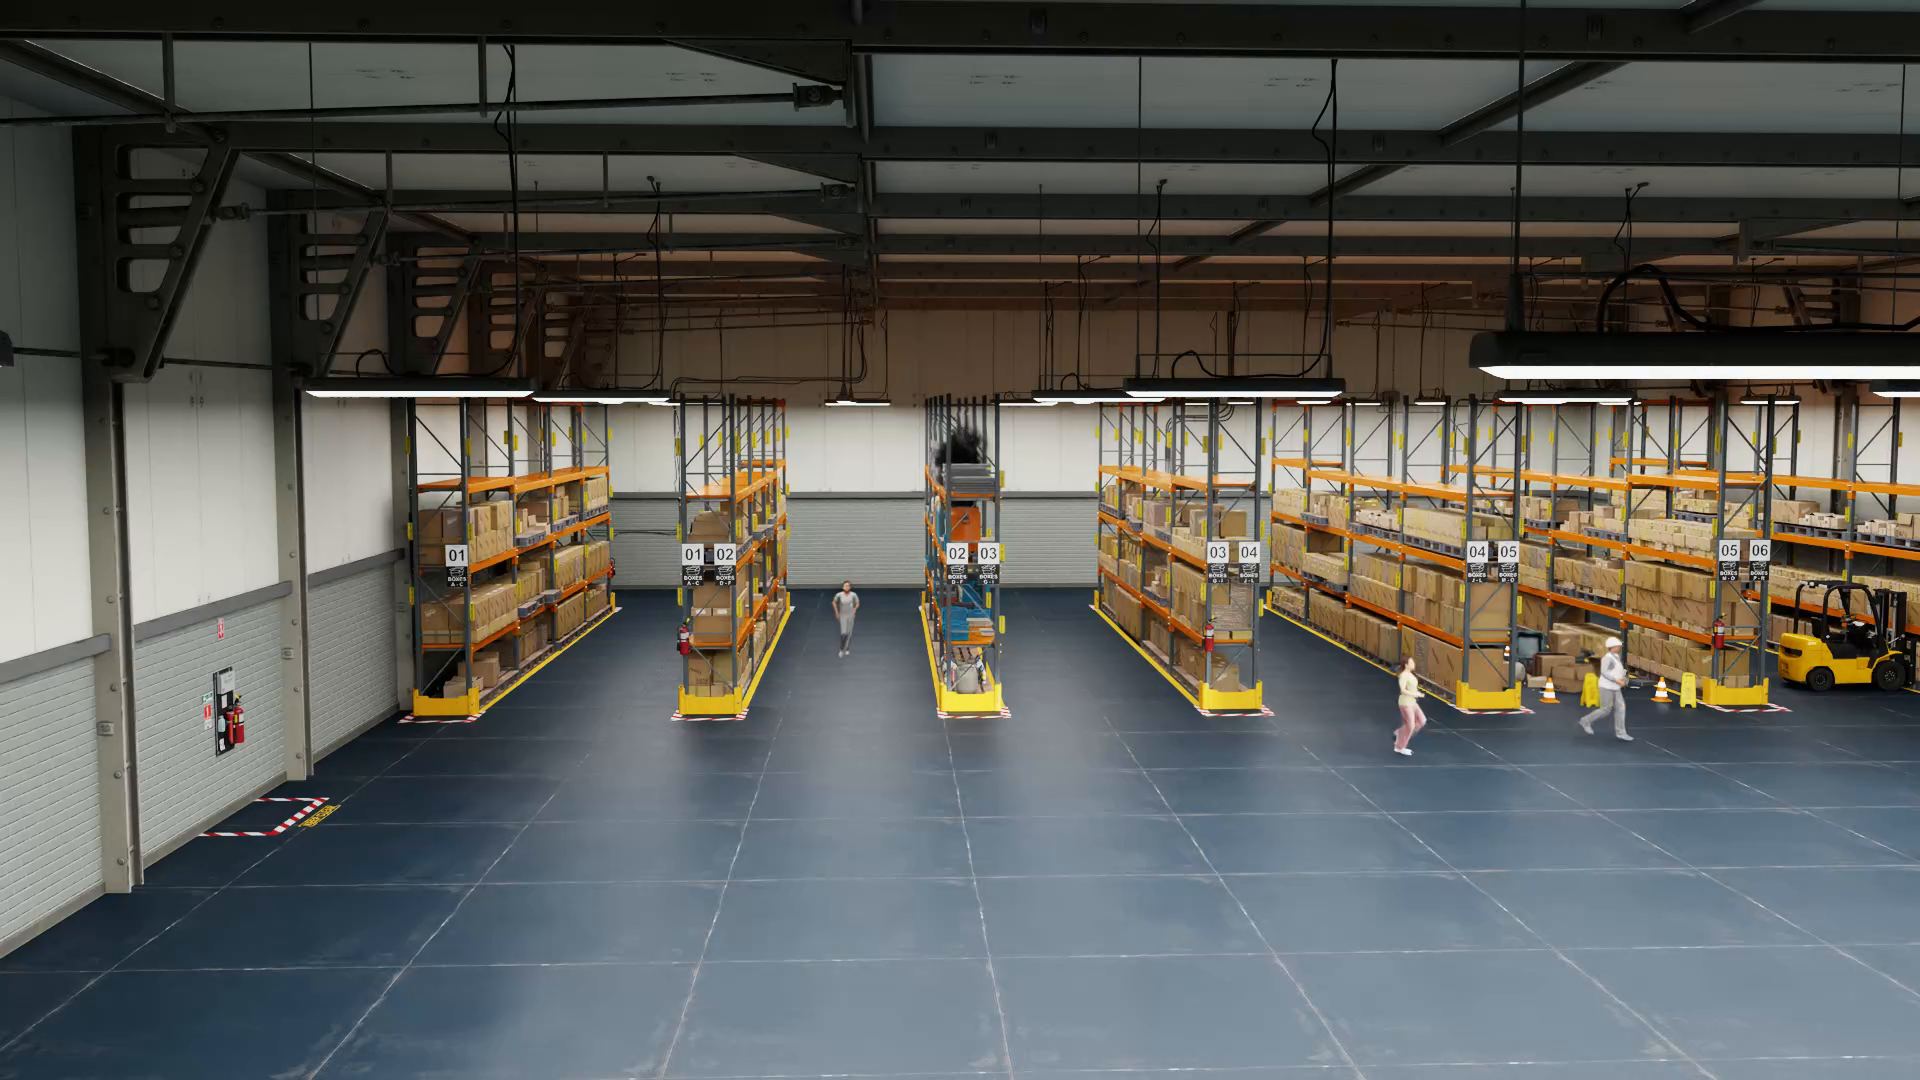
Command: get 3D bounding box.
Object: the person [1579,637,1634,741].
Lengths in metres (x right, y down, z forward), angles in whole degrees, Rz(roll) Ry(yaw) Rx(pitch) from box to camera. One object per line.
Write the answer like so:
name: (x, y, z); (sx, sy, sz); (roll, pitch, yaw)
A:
person: (11.228, 2.565, 28.804); (0.895, 1.783, 0.679); (4, 6, 40)

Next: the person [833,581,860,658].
person: (-2.487, 1.739, 36.619); (0.569, 1.697, 0.641); (-1, 5, -13)

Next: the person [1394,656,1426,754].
person: (7.441, 2.727, 27.536); (0.525, 1.640, 0.627); (2, 5, 28)

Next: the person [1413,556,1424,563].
person: (13.645, 1.037, 49.395); (0.661, 1.616, 0.567); (0, 5, 0)
